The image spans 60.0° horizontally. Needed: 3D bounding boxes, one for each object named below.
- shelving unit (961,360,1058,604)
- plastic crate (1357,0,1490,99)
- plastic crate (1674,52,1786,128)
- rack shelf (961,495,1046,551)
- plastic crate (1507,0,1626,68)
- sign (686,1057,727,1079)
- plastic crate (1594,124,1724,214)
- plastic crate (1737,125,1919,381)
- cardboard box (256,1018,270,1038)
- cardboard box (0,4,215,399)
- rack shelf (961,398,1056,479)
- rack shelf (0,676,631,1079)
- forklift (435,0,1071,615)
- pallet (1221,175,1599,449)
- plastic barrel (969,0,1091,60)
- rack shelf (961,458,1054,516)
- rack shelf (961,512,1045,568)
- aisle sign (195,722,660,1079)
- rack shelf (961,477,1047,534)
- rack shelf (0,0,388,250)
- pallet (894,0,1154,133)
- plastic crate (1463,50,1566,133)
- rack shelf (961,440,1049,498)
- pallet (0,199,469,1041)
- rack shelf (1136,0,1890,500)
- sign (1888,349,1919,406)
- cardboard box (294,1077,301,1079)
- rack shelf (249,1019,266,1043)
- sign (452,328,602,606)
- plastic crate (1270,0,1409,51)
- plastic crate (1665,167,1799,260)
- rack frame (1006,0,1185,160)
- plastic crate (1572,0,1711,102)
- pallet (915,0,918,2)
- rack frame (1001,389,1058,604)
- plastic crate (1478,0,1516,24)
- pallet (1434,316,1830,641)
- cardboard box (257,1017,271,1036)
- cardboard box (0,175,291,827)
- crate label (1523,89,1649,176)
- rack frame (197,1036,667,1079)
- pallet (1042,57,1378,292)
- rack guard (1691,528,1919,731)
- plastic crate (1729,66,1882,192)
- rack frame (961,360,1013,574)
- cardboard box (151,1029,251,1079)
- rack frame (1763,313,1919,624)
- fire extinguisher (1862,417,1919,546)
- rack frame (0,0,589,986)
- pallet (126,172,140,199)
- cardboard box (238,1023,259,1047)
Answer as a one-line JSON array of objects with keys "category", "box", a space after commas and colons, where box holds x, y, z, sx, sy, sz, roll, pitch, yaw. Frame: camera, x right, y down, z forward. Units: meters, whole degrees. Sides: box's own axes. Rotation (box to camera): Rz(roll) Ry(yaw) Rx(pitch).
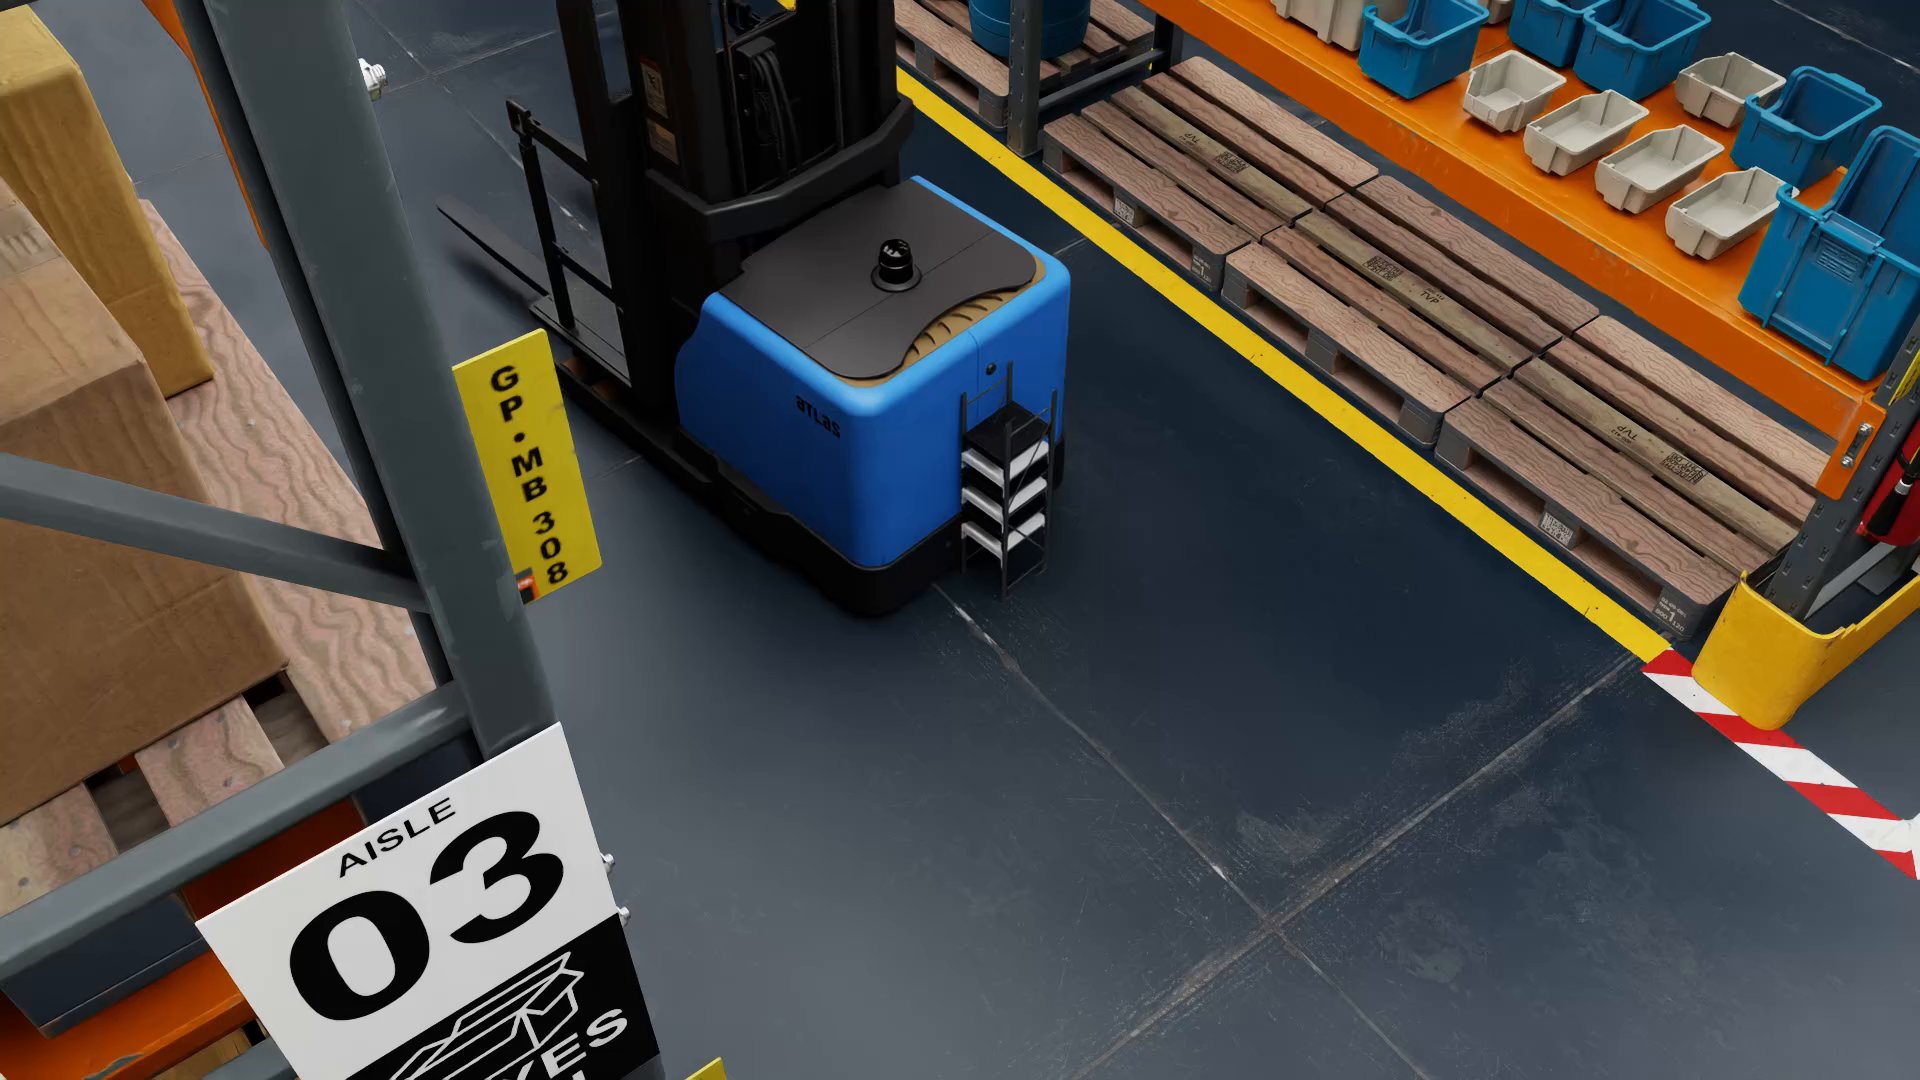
[{"category": "shelving unit", "box": [0.163, -0.186, 5.811, 0.258, 0.900, 0.210, -36, 57, -28]}, {"category": "plastic crate", "box": [1.631, -1.770, 5.902, 0.416, 0.233, 0.300, -29, 54, -24]}, {"category": "plastic crate", "box": [2.652, -1.561, 5.778, 0.250, 0.136, 0.298, -29, 54, -24]}, {"category": "rack shelf", "box": [0.163, -0.103, 5.903, 0.258, 0.077, 0.200, -36, 57, -28]}, {"category": "plastic crate", "box": [2.213, -1.920, 6.039, 0.416, 0.233, 0.300, -29, 54, -24]}, {"category": "sign", "box": [-0.418, 0.949, 2.727, 0.100, 0.325, 0.005, -29, 54, -24]}, {"category": "plastic crate", "box": [2.277, -1.218, 5.467, 0.396, 0.136, 0.243, -29, 54, -24]}, {"category": "plastic crate", "box": [2.728, -0.856, 4.937, 0.616, 0.435, 0.499, -29, 54, -24]}, {"category": "cardboard box", "box": [-1.259, 0.755, 3.442, 0.500, 0.250, 0.500, -30, 54, -24]}, {"category": "cardboard box", "box": [-1.465, -0.372, 2.120, 0.700, 0.500, 0.500, -31, 55, -25]}, {"category": "rack shelf", "box": [0.163, -0.345, 5.636, 0.258, 0.077, 0.200, -36, 57, -28]}, {"category": "rack shelf", "box": [-2.074, -0.433, 3.079, 1.077, 0.370, 4.000, -29, 54, -24]}, {"category": "forklift", "box": [-1.002, -1.706, 5.818, 1.130, 2.935, 3.031, -36, 57, -28]}, {"category": "pallet", "box": [1.876, -0.996, 7.010, 1.003, 0.211, 1.213, -29, 54, -24]}, {"category": "plastic barrel", "box": [0.341, -2.833, 7.927, 0.600, 0.901, 0.708, -29, 54, -24]}, {"category": "rack shelf", "box": [0.163, -0.224, 5.769, 0.258, 0.077, 0.200, -36, 57, -28]}, {"category": "rack shelf", "box": [0.163, -0.043, 5.969, 0.258, 0.077, 0.200, -36, 57, -28]}, {"category": "aisle sign", "box": [-0.581, 0.547, 1.975, 0.394, 0.787, 0.004, -29, 54, -24]}, {"category": "rack shelf", "box": [0.163, -0.164, 5.836, 0.258, 0.077, 0.200, -36, 57, -28]}, {"category": "rack shelf", "box": [-2.074, -1.306, 2.116, 1.077, 0.370, 4.000, -29, 54, -24]}, {"category": "pallet", "box": [0.223, -2.605, 8.470, 1.003, 0.211, 1.213, -29, 54, -24]}, {"category": "plastic crate", "box": [1.895, -1.538, 5.757, 0.298, 0.136, 0.250, -29, 54, -24]}, {"category": "rack shelf", "box": [0.163, -0.285, 5.703, 0.258, 0.077, 0.200, -36, 57, -28]}, {"category": "pallet", "box": [-1.320, 0.101, 2.169, 1.003, 0.211, 1.213, -29, 54, -24]}, {"category": "rack shelf", "box": [1.868, -1.648, 6.205, 1.077, 0.370, 4.000, -29, 54, -24]}, {"category": "sign", "box": [2.651, -0.508, 4.576, 0.100, 0.325, 0.005, -29, 54, -24]}, {"category": "cardboard box", "box": [-0.939, 1.058, 3.166, 0.500, 0.250, 0.500, -31, 55, -25]}, {"category": "rack shelf", "box": [-2.074, 0.574, 4.190, 1.077, 0.370, 4.000, -29, 54, -24]}, {"category": "sign", "box": [-0.418, -0.061, 1.613, 0.100, 0.325, 0.005, -29, 54, -24]}, {"category": "plastic crate", "box": [1.435, -2.066, 6.138, 0.437, 0.282, 0.530, -29, 54, -24]}, {"category": "plastic crate", "box": [2.441, -1.041, 5.307, 0.396, 0.136, 0.243, -29, 54, -24]}, {"category": "rack frame", "box": [0.657, -3.068, 7.007, 1.000, 3.000, 0.127, -29, 54, -24]}, {"category": "plastic crate", "box": [2.394, -1.743, 5.878, 0.416, 0.233, 0.300, -29, 54, -24]}, {"category": "pallet", "box": [-0.520, -3.325, 9.122, 1.003, 0.211, 1.213, -29, 54, -24]}, {"category": "rack frame", "box": [0.235, -0.133, 5.763, 0.240, 0.900, 0.006, -36, 57, -28]}, {"category": "plastic crate", "box": [1.951, -2.108, 6.274, 0.293, 0.136, 0.466, -29, 54, -24]}, {"category": "pallet", "box": [2.611, -0.277, 6.359, 1.003, 0.211, 1.213, -29, 54, -24]}, {"category": "cardboard box", "box": [-1.241, 0.512, 3.156, 0.500, 0.500, 0.500, -31, 55, -25]}, {"category": "cardboard box", "box": [-1.220, 0.014, 1.770, 0.700, 0.500, 0.500, -33, 56, -26]}, {"category": "crate label", "box": [2.089, -1.372, 5.606, 0.396, 0.136, 0.243, -29, 54, -24]}, {"category": "rack frame", "box": [-0.863, 1.512, 2.855, 1.000, 3.000, 0.127, -29, 54, -24]}, {"category": "pallet", "box": [1.133, -1.716, 7.663, 1.003, 0.211, 1.213, -29, 54, -24]}, {"category": "rack guard", "box": [3.104, 0.138, 5.787, 1.175, 0.500, 0.348, -29, 54, -24]}, {"category": "plastic crate", "box": [2.793, -1.355, 5.526, 0.416, 0.233, 0.300, -29, 54, -24]}, {"category": "rack frame", "box": [0.091, -0.240, 5.860, 0.240, 0.900, 0.006, -36, 57, -28]}, {"category": "cardboard box", "box": [-1.367, 1.041, 2.676, 0.500, 0.500, 0.500, -29, 54, -24]}, {"category": "rack frame", "box": [3.079, -0.710, 4.869, 1.000, 3.000, 0.127, -29, 54, -24]}, {"category": "fire extinguisher", "box": [2.809, -0.266, 4.770, 0.296, 0.674, 0.183, -29, 54, -24]}, {"category": "rack frame", "box": [-0.863, -0.503, 0.632, 1.000, 3.000, 0.127, -29, 54, -24]}, {"category": "pallet", "box": [-2.063, -0.618, 2.821, 1.003, 0.211, 1.213, -29, 54, -24]}, {"category": "cardboard box", "box": [-1.674, 0.996, 3.223, 0.500, 0.250, 0.500, -30, 55, -25]}]
